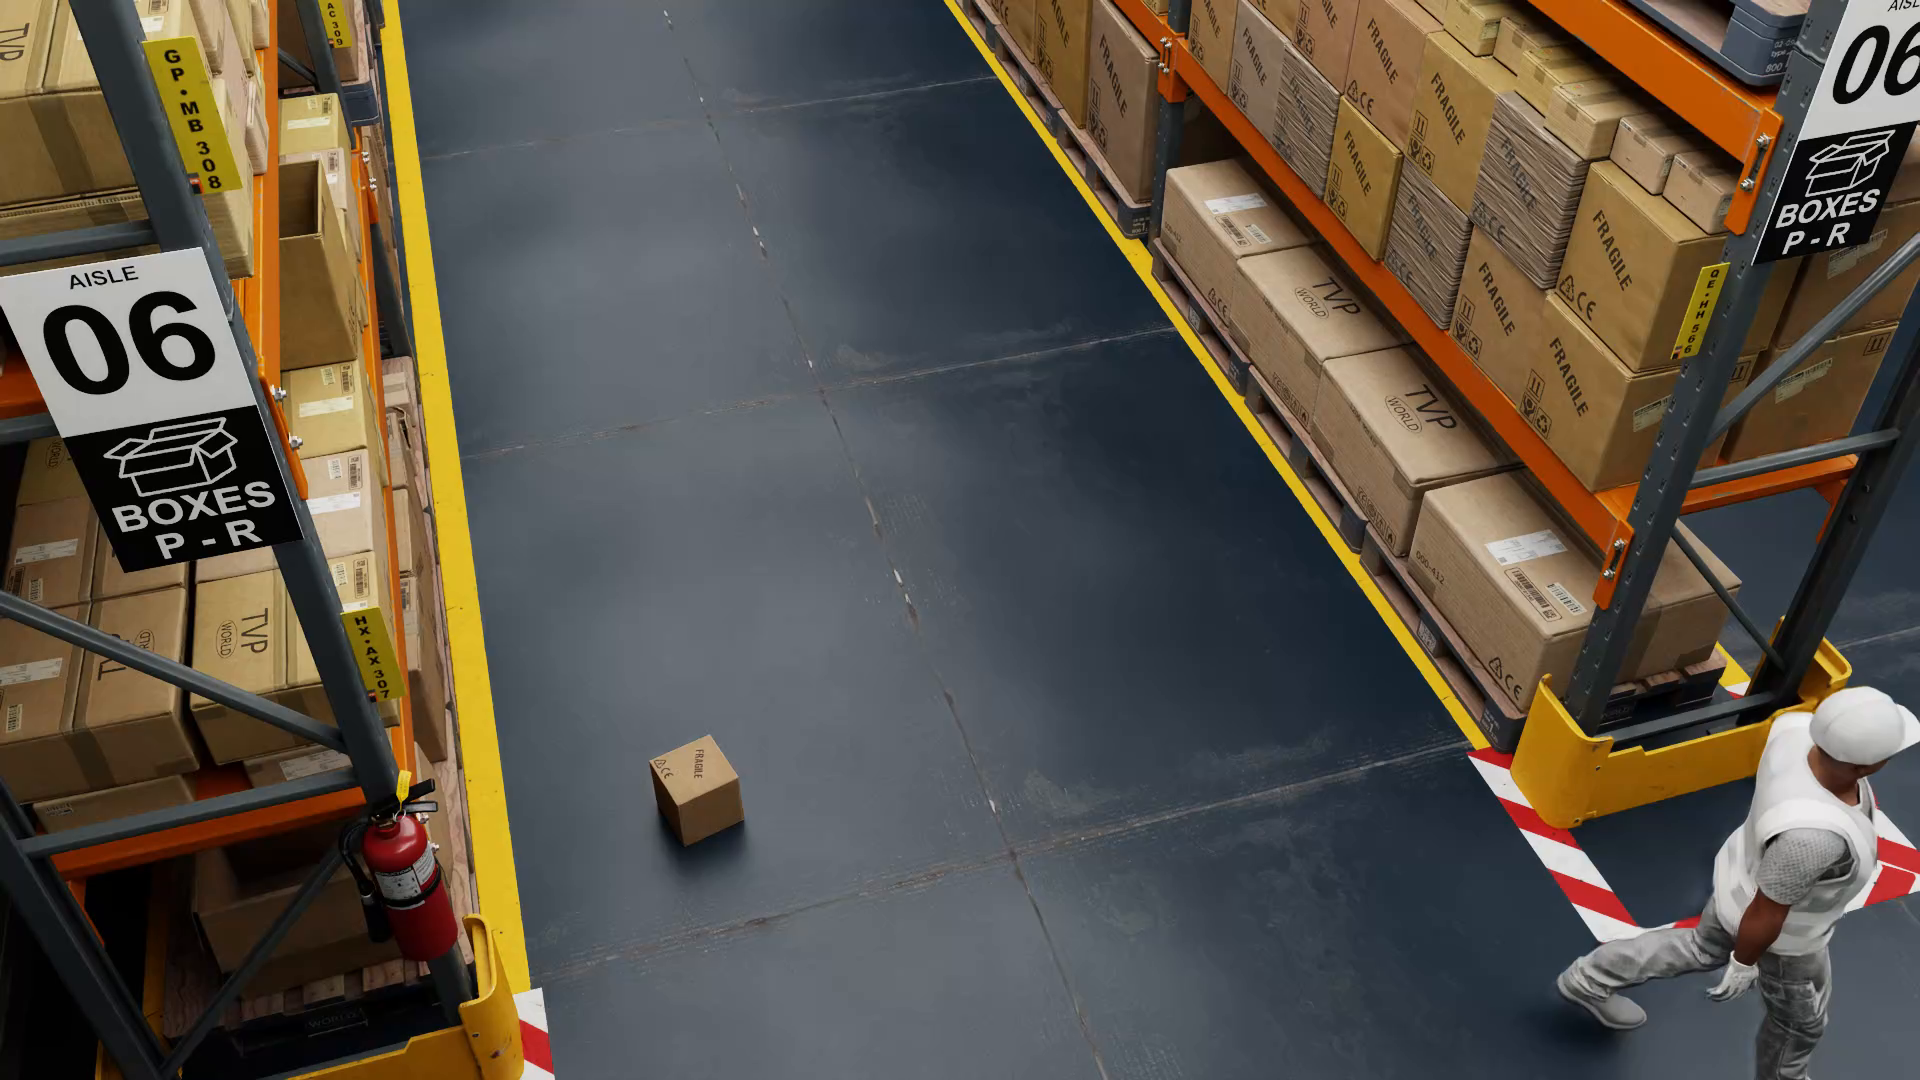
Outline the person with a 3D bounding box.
[{"bbox_3d":[2.446,1.077,4.940,0.978,1.757,0.608,13,43,14],"label":"person"}]
